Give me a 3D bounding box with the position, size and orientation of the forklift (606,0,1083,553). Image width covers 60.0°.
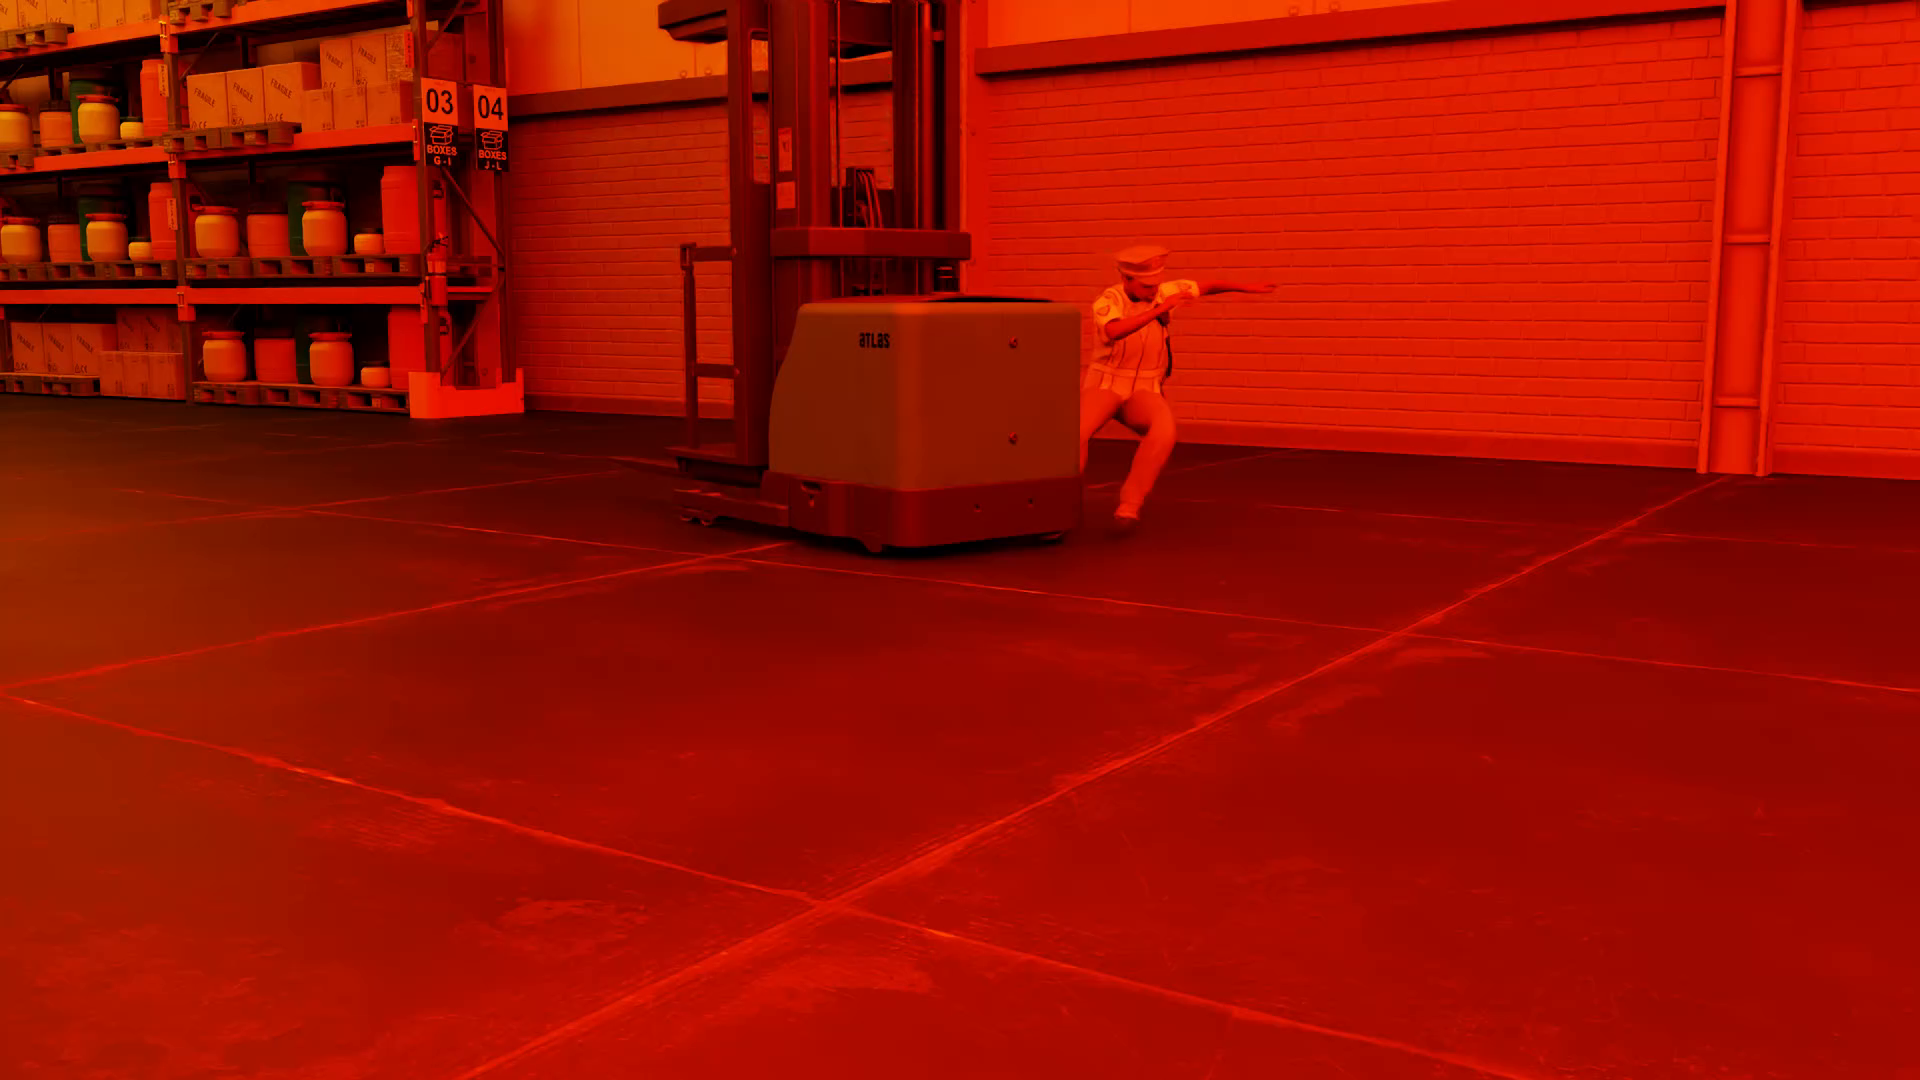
[{"bbox_3d":[-0.762,-1.555,8.130,1.130,2.935,3.031,-6,10,-38],"label":"forklift"}]

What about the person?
[{"bbox_3d":[0.948,-0.713,7.931,1.410,1.363,0.709,-3,8,-18],"label":"person"}]
